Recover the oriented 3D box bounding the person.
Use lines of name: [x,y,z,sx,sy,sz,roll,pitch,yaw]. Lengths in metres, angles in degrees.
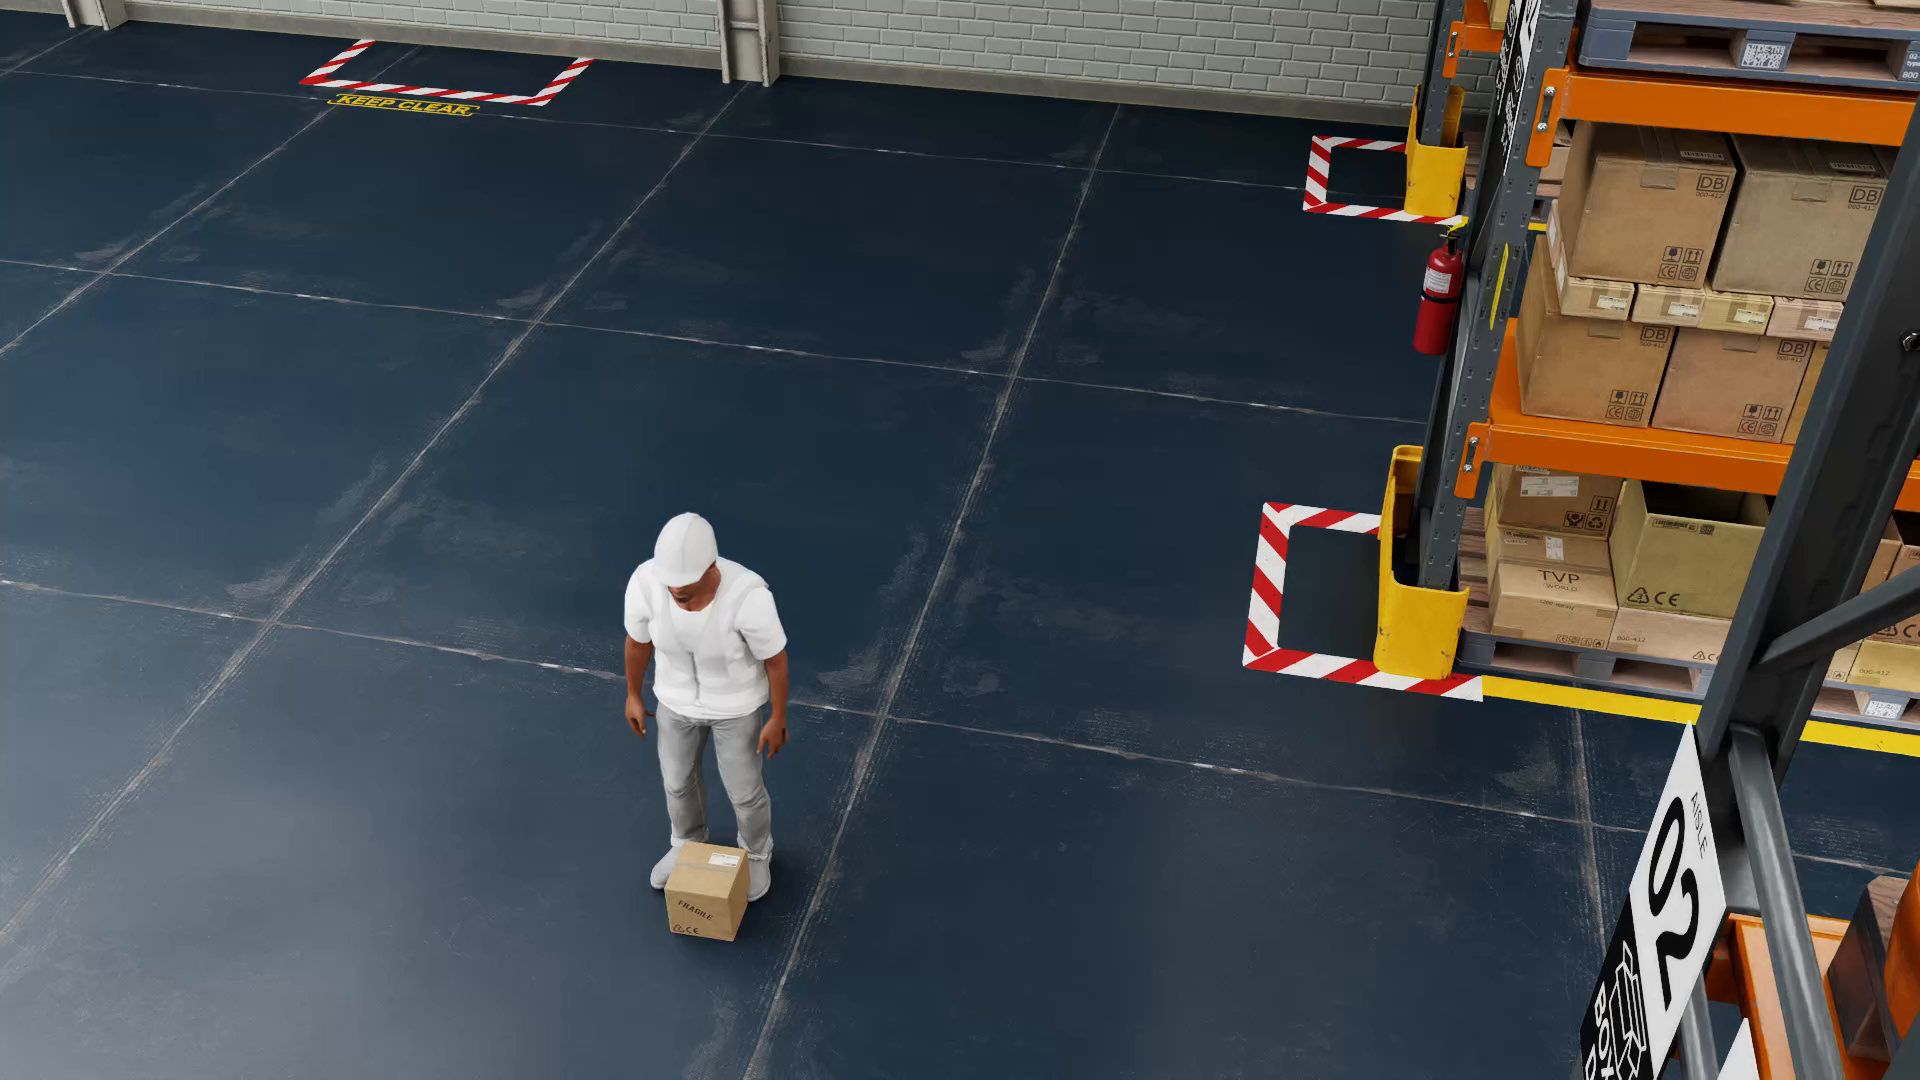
person: [-0.932,0.607,6.126,0.627,1.761,0.456,8,37,10]
